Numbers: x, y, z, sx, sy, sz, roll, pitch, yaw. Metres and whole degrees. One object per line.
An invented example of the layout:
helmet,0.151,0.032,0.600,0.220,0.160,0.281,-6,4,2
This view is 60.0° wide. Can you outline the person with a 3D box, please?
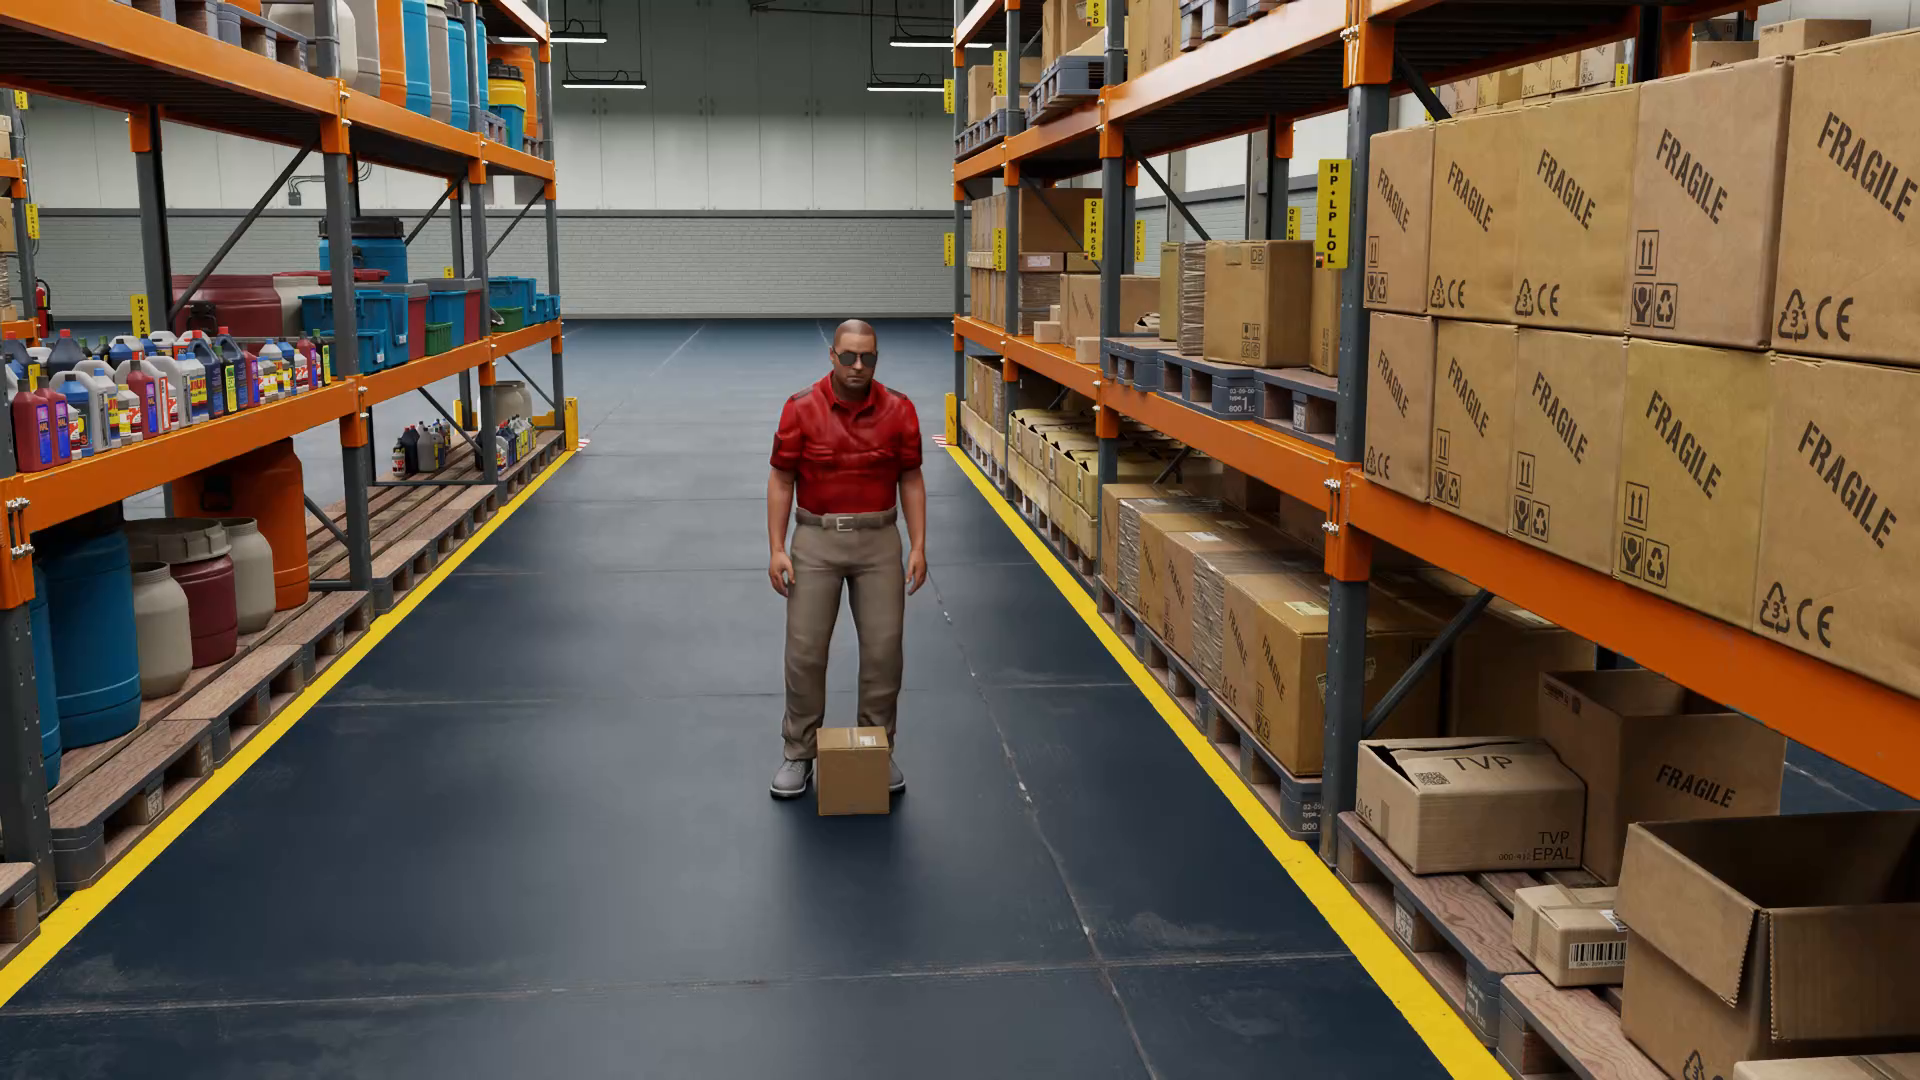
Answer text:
person,-0.416,0.058,6.110,0.605,1.726,0.394,-2,10,-10
